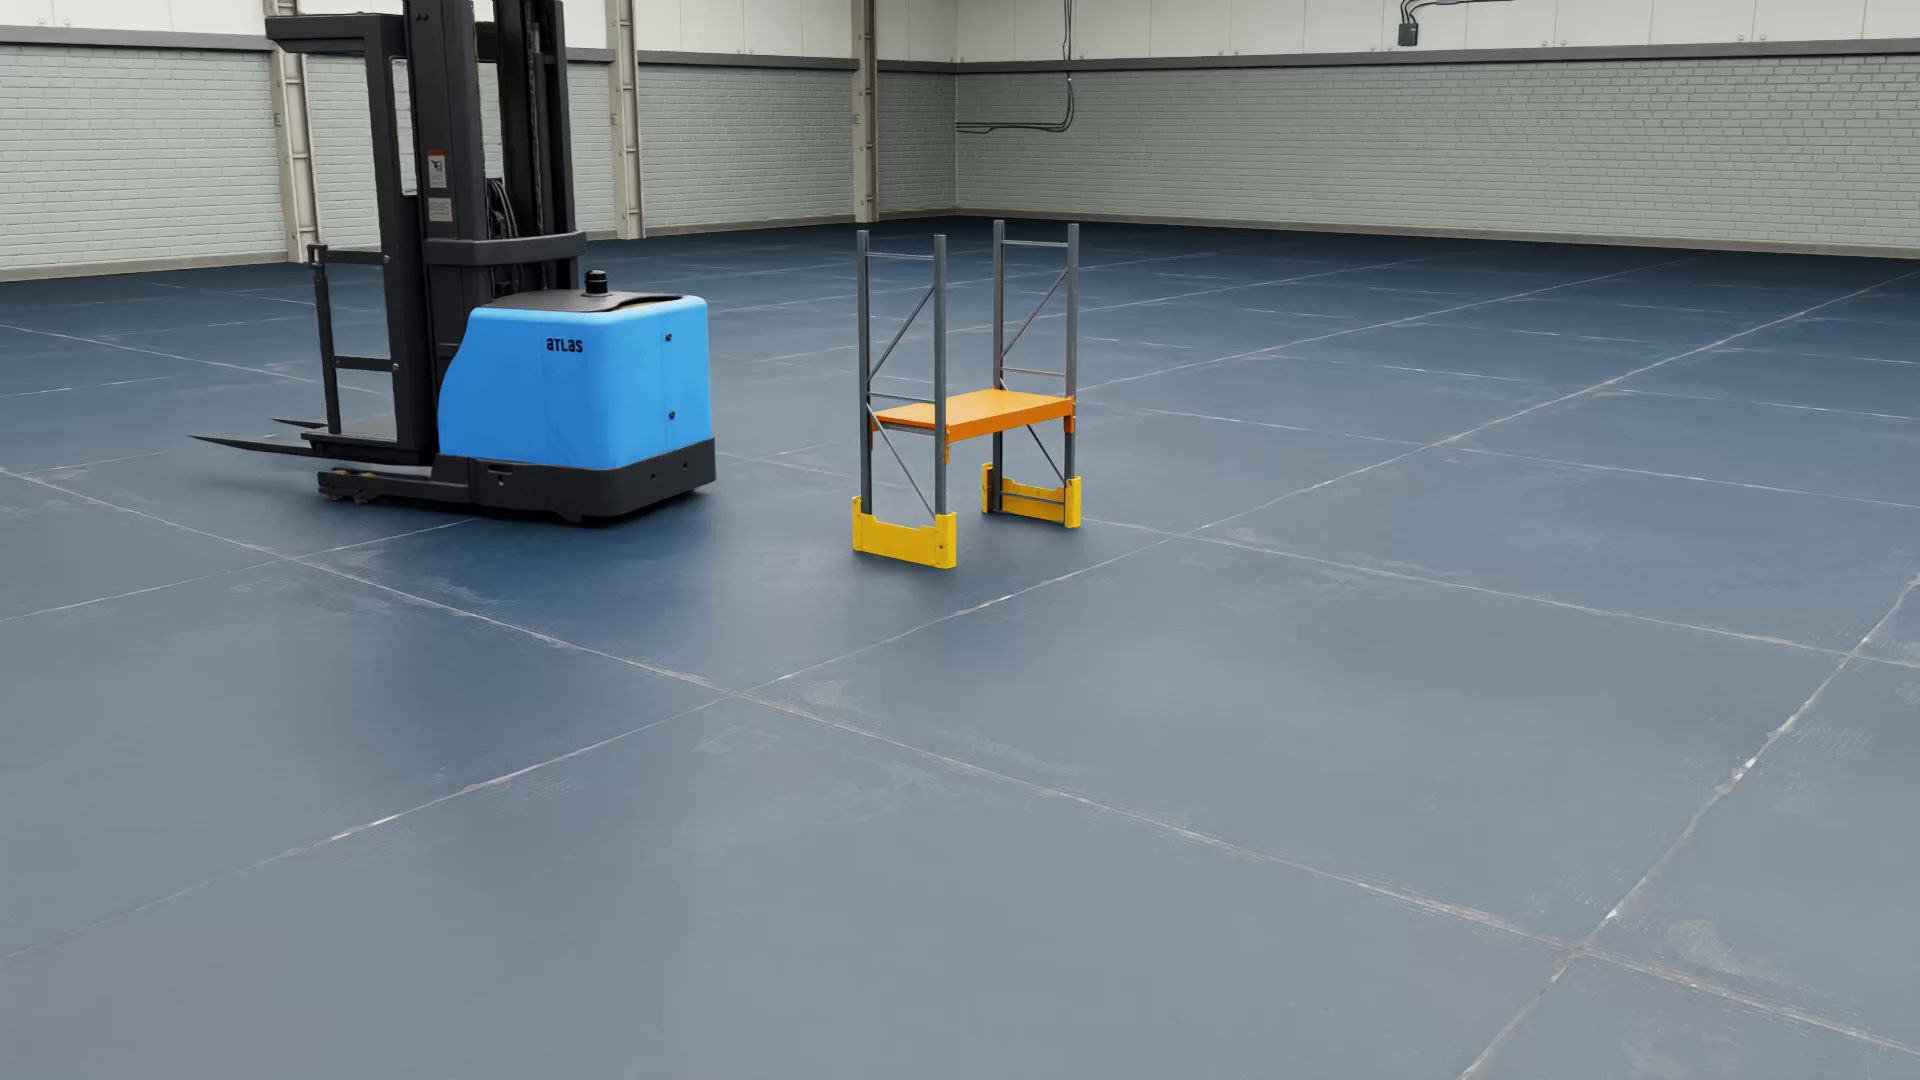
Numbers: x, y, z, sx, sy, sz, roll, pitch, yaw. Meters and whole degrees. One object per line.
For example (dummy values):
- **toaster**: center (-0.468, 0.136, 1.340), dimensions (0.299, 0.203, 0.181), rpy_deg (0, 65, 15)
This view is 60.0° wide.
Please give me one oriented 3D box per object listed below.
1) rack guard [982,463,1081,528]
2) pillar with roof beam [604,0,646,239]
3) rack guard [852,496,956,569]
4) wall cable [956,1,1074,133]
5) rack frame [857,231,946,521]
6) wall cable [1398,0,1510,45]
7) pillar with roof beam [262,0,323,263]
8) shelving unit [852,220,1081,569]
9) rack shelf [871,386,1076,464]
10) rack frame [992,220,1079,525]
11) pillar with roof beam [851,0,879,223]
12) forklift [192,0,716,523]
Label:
- **rack guard**: center (0.361, -0.231, 8.525), dimensions (0.587, 0.250, 0.087), rpy_deg (11, 18, 38)
- **pillar with roof beam**: center (-2.271, -8.849, 24.681), dimensions (9.100, 9.000, 0.400), rpy_deg (11, 18, 38)
- **rack guard**: center (-0.265, -0.040, 7.774), dimensions (0.587, 0.250, 0.087), rpy_deg (11, 18, 38)
- **wall cable**: center (1.032, -9.519, 33.624), dimensions (3.097, 2.526, 0.112), rpy_deg (11, 18, 38)
- **rack frame**: center (-0.266, -0.646, 7.619), dimensions (0.500, 1.500, 0.032), rpy_deg (11, 18, 38)
- **wall cable**: center (8.406, -11.200, 27.028), dimensions (2.305, 6.003, 0.169), rpy_deg (11, 18, 38)
- **pillar with roof beam**: center (-6.042, -7.700, 20.158), dimensions (9.100, 9.000, 0.400), rpy_deg (11, 18, 38)
- **shelving unit**: center (0.048, -0.742, 7.996), dimensions (0.587, 1.500, 1.083), rpy_deg (11, 18, 38)
- **rack shelf**: center (0.054, -0.569, 8.047), dimensions (0.538, 0.185, 1.000), rpy_deg (11, 18, 38)
- **rack frame**: center (0.373, -0.841, 8.386), dimensions (0.500, 1.500, 0.032), rpy_deg (11, 18, 38)
- **pillar with roof beam**: center (1.500, -9.998, 29.204), dimensions (9.100, 9.000, 0.400), rpy_deg (11, 18, 38)
- **forklift**: center (-2.902, -1.726, 8.964), dimensions (3.031, 2.935, 1.130), rpy_deg (6, 16, 23)
